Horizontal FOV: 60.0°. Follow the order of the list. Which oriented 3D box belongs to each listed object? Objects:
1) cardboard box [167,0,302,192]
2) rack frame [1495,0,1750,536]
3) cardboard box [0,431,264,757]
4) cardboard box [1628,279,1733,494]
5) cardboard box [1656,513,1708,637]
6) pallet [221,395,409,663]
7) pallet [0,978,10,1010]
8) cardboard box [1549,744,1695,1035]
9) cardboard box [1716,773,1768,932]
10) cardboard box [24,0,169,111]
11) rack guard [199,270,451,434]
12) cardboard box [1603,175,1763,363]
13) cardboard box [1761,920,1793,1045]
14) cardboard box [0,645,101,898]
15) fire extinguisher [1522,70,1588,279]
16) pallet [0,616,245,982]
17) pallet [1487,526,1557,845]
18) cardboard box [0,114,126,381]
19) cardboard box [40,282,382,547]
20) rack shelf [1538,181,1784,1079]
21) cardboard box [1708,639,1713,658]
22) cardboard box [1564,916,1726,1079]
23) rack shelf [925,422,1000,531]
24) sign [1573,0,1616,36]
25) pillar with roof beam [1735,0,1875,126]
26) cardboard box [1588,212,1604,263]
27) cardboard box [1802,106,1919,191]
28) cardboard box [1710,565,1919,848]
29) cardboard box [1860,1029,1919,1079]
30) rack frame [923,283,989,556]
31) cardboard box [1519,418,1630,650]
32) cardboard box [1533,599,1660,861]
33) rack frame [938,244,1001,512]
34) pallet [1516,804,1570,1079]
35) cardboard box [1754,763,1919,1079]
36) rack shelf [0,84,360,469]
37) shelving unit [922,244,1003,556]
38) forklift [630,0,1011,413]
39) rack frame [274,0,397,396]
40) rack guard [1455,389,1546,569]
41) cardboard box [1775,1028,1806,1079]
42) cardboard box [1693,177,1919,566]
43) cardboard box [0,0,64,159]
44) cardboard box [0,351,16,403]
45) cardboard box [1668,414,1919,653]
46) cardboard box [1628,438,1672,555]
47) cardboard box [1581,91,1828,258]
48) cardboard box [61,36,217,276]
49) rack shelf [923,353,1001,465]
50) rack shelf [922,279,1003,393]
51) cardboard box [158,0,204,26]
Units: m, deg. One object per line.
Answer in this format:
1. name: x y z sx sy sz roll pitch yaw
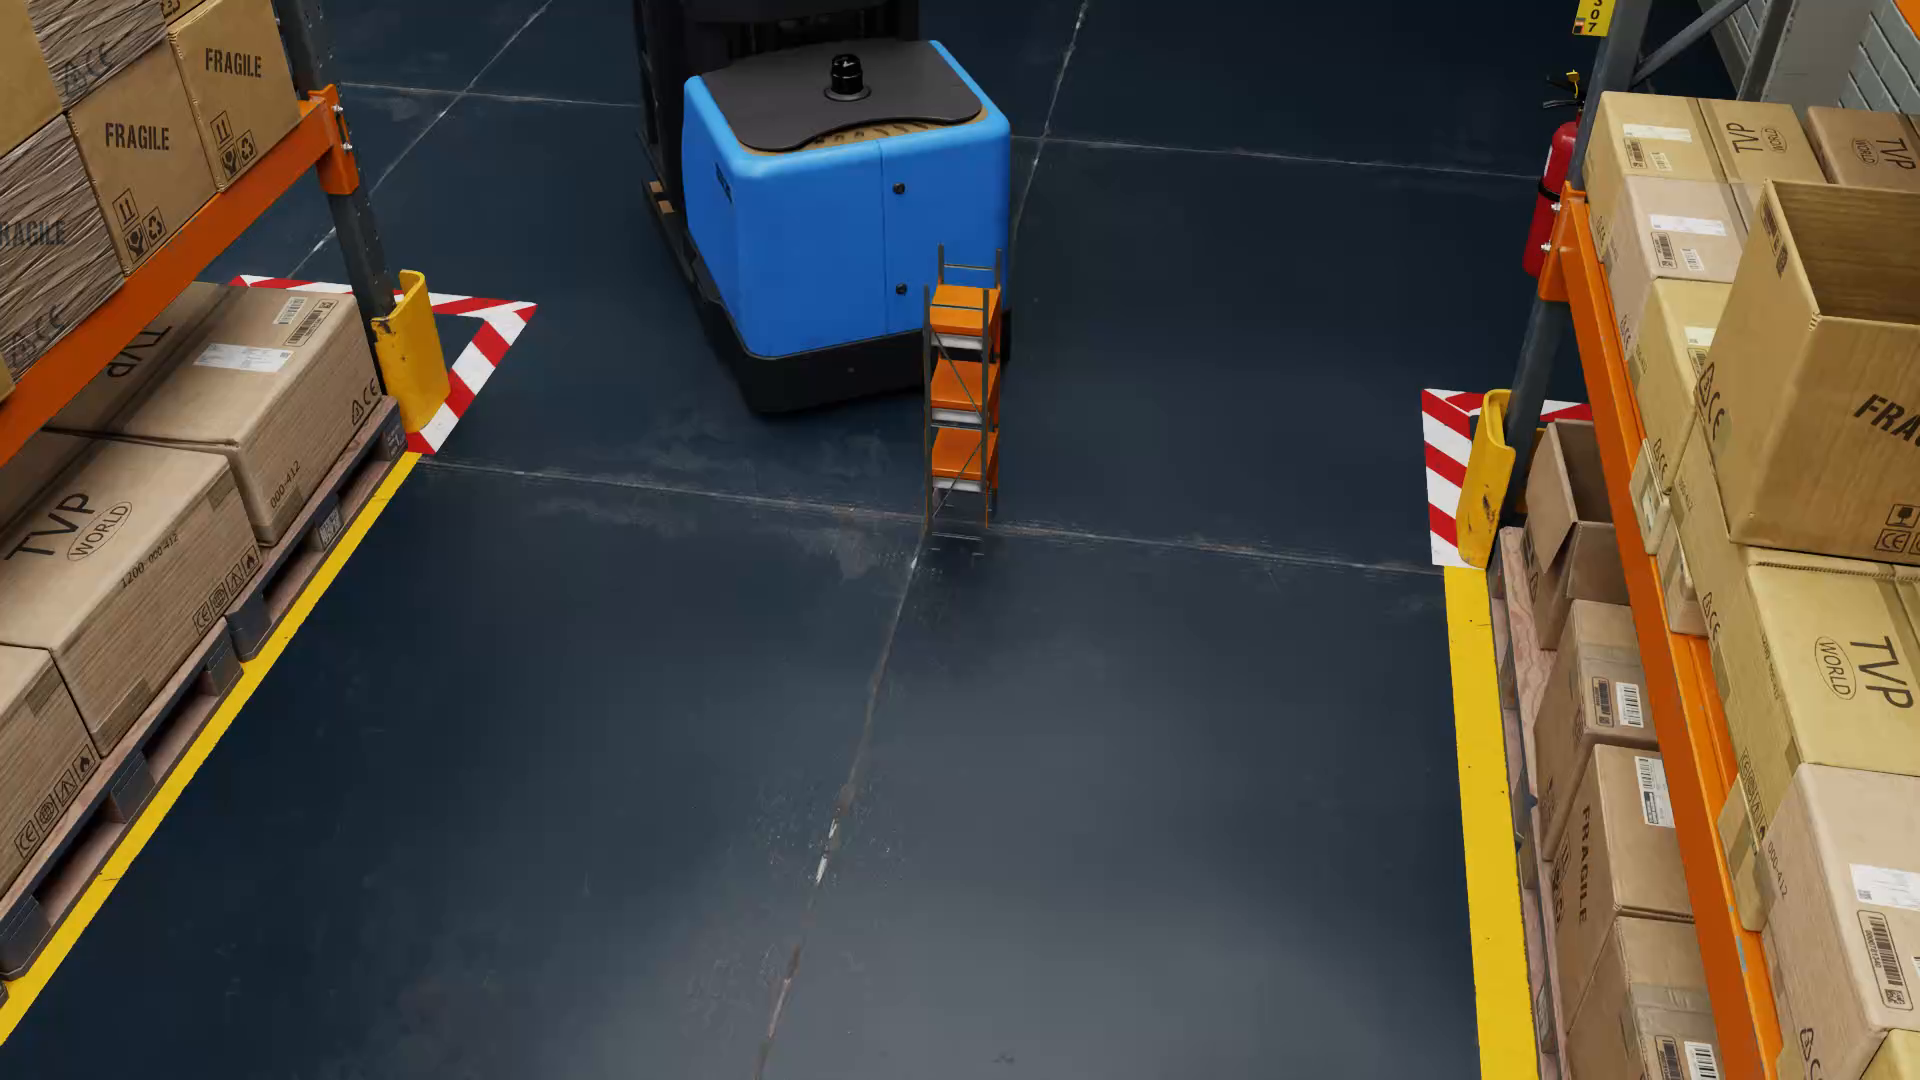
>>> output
1. cardboard box: -2.396 -1.410 5.023 0.500 0.500 0.500 7 40 8
2. rack frame: 2.316 -1.159 4.798 1.000 3.000 0.127 6 40 8
3. cardboard box: -2.739 0.122 4.929 0.875 0.438 0.875 7 40 9
4. cardboard box: 1.801 -0.326 3.674 0.500 0.250 0.500 6 40 7
5. cardboard box: 1.692 0.085 3.491 0.380 0.149 0.250 7 40 9
6. pallet: -2.635 -0.119 5.728 1.003 0.211 1.213 6 40 8
7. pallet: -3.057 1.413 3.876 1.003 0.211 1.213 6 40 8
8. cardboard box: 1.741 0.869 3.977 0.500 0.500 0.500 7 40 8
9. cardboard box: 1.564 0.564 2.911 0.380 0.149 0.250 6 40 7
10. cardboard box: -2.484 -1.468 4.308 0.500 0.500 0.500 7 40 8
11. rack guard: -2.569 -0.755 6.271 1.175 0.500 0.348 6 40 8
12. cardboard box: 1.885 -0.644 4.059 0.500 0.250 0.500 7 40 8
13. cardboard box: 1.547 0.727 2.714 0.380 0.149 0.250 7 40 9
14. cardboard box: -2.897 0.688 4.245 0.875 0.438 0.875 5 40 6
15. fire extinguisher: 1.886 -1.129 5.114 0.296 0.674 0.183 6 40 8
16. pallet: -2.848 0.645 4.805 1.003 0.211 1.213 6 40 8
17. pallet: 2.166 0.464 5.023 1.003 0.211 1.213 6 40 8
18. cardboard box: -2.577 -0.773 4.253 0.500 0.500 0.500 7 40 9
19. cardboard box: -2.589 -0.453 5.625 0.875 0.438 0.875 5 40 6
20. rack shelf: 1.970 0.374 3.509 1.077 0.370 4.000 6 40 8
21. cardboard box: 1.715 0.254 3.286 0.380 0.149 0.250 6 40 8
22. cardboard box: 1.751 1.200 3.577 0.700 0.500 0.500 5 40 6
23. rack shelf: 0.009 -0.216 5.640 0.215 0.259 0.240 6 40 8
24. sign: 1.782 -1.552 4.594 0.100 0.325 0.005 6 40 8
25. pillar with roof beam: -0.570 -5.538 5.387 9.100 9.000 0.400 6 40 8
26. cardboard box: 1.989 -0.886 4.665 0.380 0.149 0.250 6 40 7
27. cardboard box: 2.498 -0.898 4.366 0.500 0.250 0.500 7 40 9
28. cardboard box: 1.643 0.321 2.892 0.500 0.250 0.500 6 40 7
29. cardboard box: 1.472 0.948 2.133 0.500 0.250 0.500 7 40 9
30. rack frame: -0.012 -0.362 5.363 0.200 1.050 0.008 6 40 8
31. cardboard box: 2.117 0.015 5.008 0.797 0.503 0.637 5 40 6
32. cardboard box: 1.931 0.548 4.365 0.700 0.500 0.500 8 40 9
33. rack frame: 0.030 -0.515 5.549 0.200 1.050 0.008 6 40 8
34. pallet: 1.952 1.228 4.100 1.003 0.211 1.213 6 40 8
35. cardboard box: 1.544 0.632 2.516 0.500 0.250 0.500 7 40 8
36. rack shelf: -2.919 -0.171 4.168 1.077 0.370 4.000 6 40 8
37. shelving unit: 0.009 -0.438 5.456 0.215 1.050 0.252 6 40 8
38. forklift: -0.789 -2.550 6.534 1.130 2.935 3.031 -13 41 -15
39. rack frame: -2.573 -1.704 5.457 1.000 3.000 0.127 6 40 8
40. rack guard: 2.303 -0.148 5.536 1.175 0.500 0.348 6 40 8
41. cardboard box: 1.475 0.889 2.518 0.380 0.149 0.250 7 40 9
42. cardboard box: 1.713 -0.308 3.064 0.500 0.500 0.500 7 40 9
43. cardboard box: -2.573 -1.158 3.933 0.500 0.500 0.500 6 40 7
44. cardboard box: -2.654 -0.448 3.859 0.500 0.500 0.500 8 40 9
45. cardboard box: 1.733 -0.002 3.283 0.500 0.250 0.500 5 40 7
46. cardboard box: 1.717 -0.083 3.693 0.380 0.149 0.250 5 40 6
47. cardboard box: 1.972 -0.961 4.442 0.500 0.250 0.500 7 40 8
48. cardboard box: -2.498 -1.097 4.644 0.500 0.500 0.500 6 40 7
49. rack shelf: 0.009 -0.430 5.463 0.215 0.259 0.240 6 40 8
50. rack shelf: 0.009 -0.649 5.282 0.215 0.259 0.240 6 40 8
51. cardboard box: -2.422 -1.799 4.709 0.500 0.500 0.500 8 40 9
